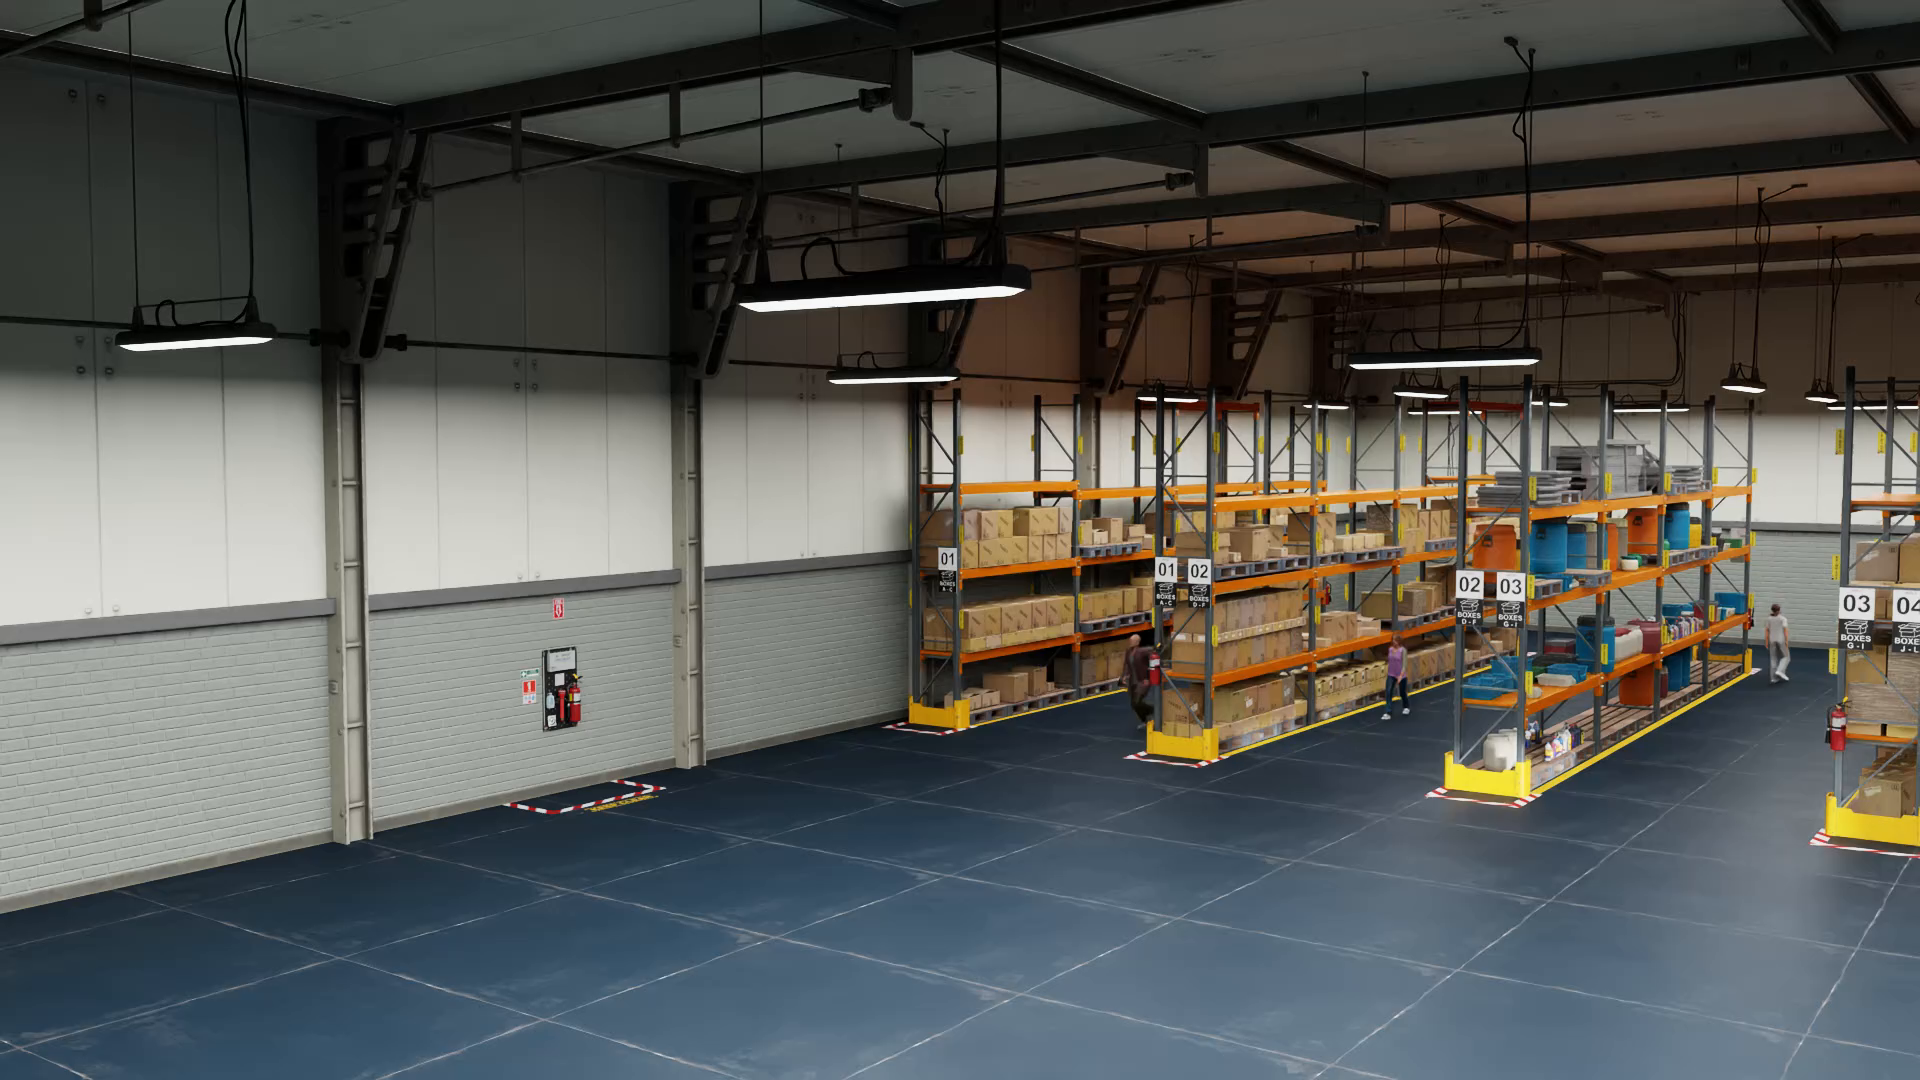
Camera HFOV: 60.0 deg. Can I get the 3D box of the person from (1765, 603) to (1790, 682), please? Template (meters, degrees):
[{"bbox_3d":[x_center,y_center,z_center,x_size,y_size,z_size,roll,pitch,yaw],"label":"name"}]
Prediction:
[{"bbox_3d":[17.203,2.172,35.000,0.518,1.668,0.482,2,4,36],"label":"person"}]

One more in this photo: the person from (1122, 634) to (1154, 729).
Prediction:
[{"bbox_3d":[3.205,2.496,29.303,0.645,1.691,0.754,-3,5,-44],"label":"person"}]

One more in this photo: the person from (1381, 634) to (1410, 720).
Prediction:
[{"bbox_3d":[7.973,2.479,30.324,0.397,1.538,0.972,2,4,34],"label":"person"}]
